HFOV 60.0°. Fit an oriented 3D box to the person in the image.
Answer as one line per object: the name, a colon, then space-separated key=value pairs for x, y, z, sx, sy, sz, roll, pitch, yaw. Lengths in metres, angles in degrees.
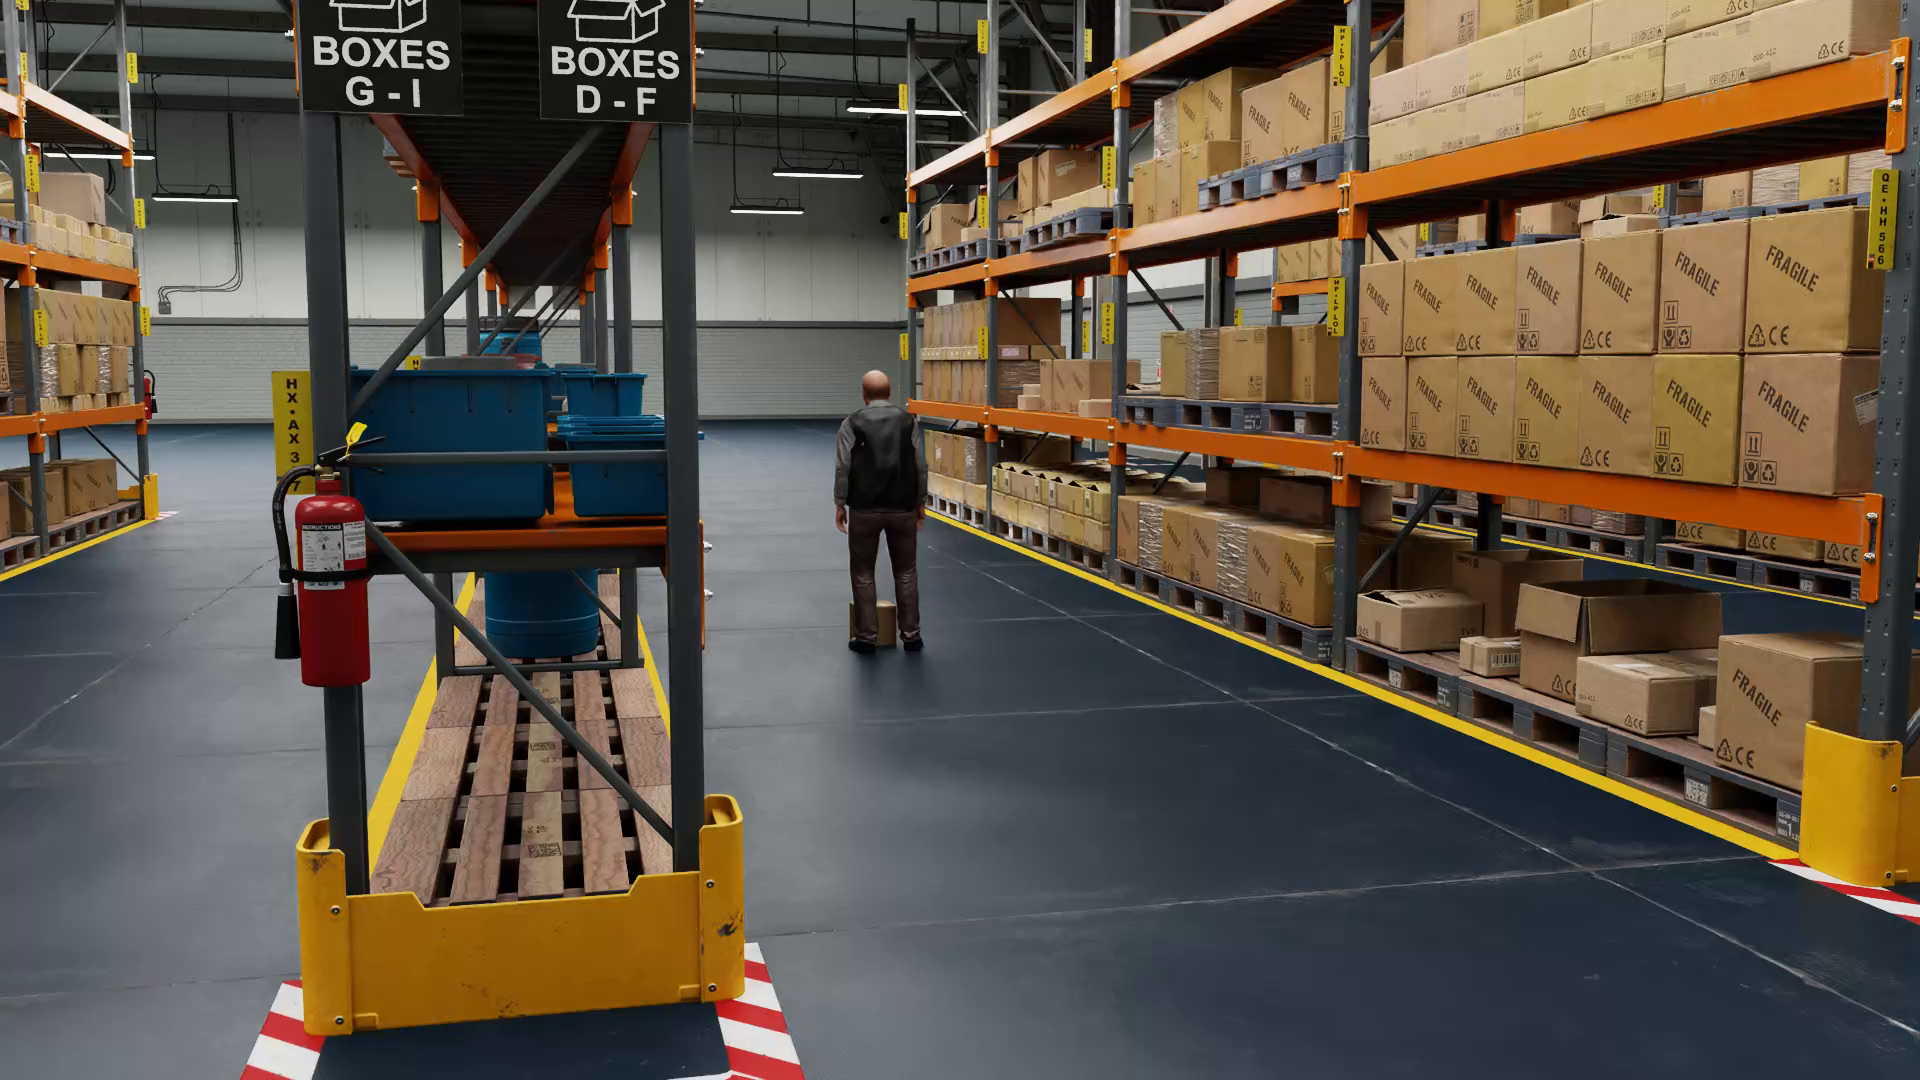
person: x=-0.481 y=-0.175 z=10.202 sx=0.584 sy=1.720 sz=0.392 roll=-2 pitch=6 yaw=-14
